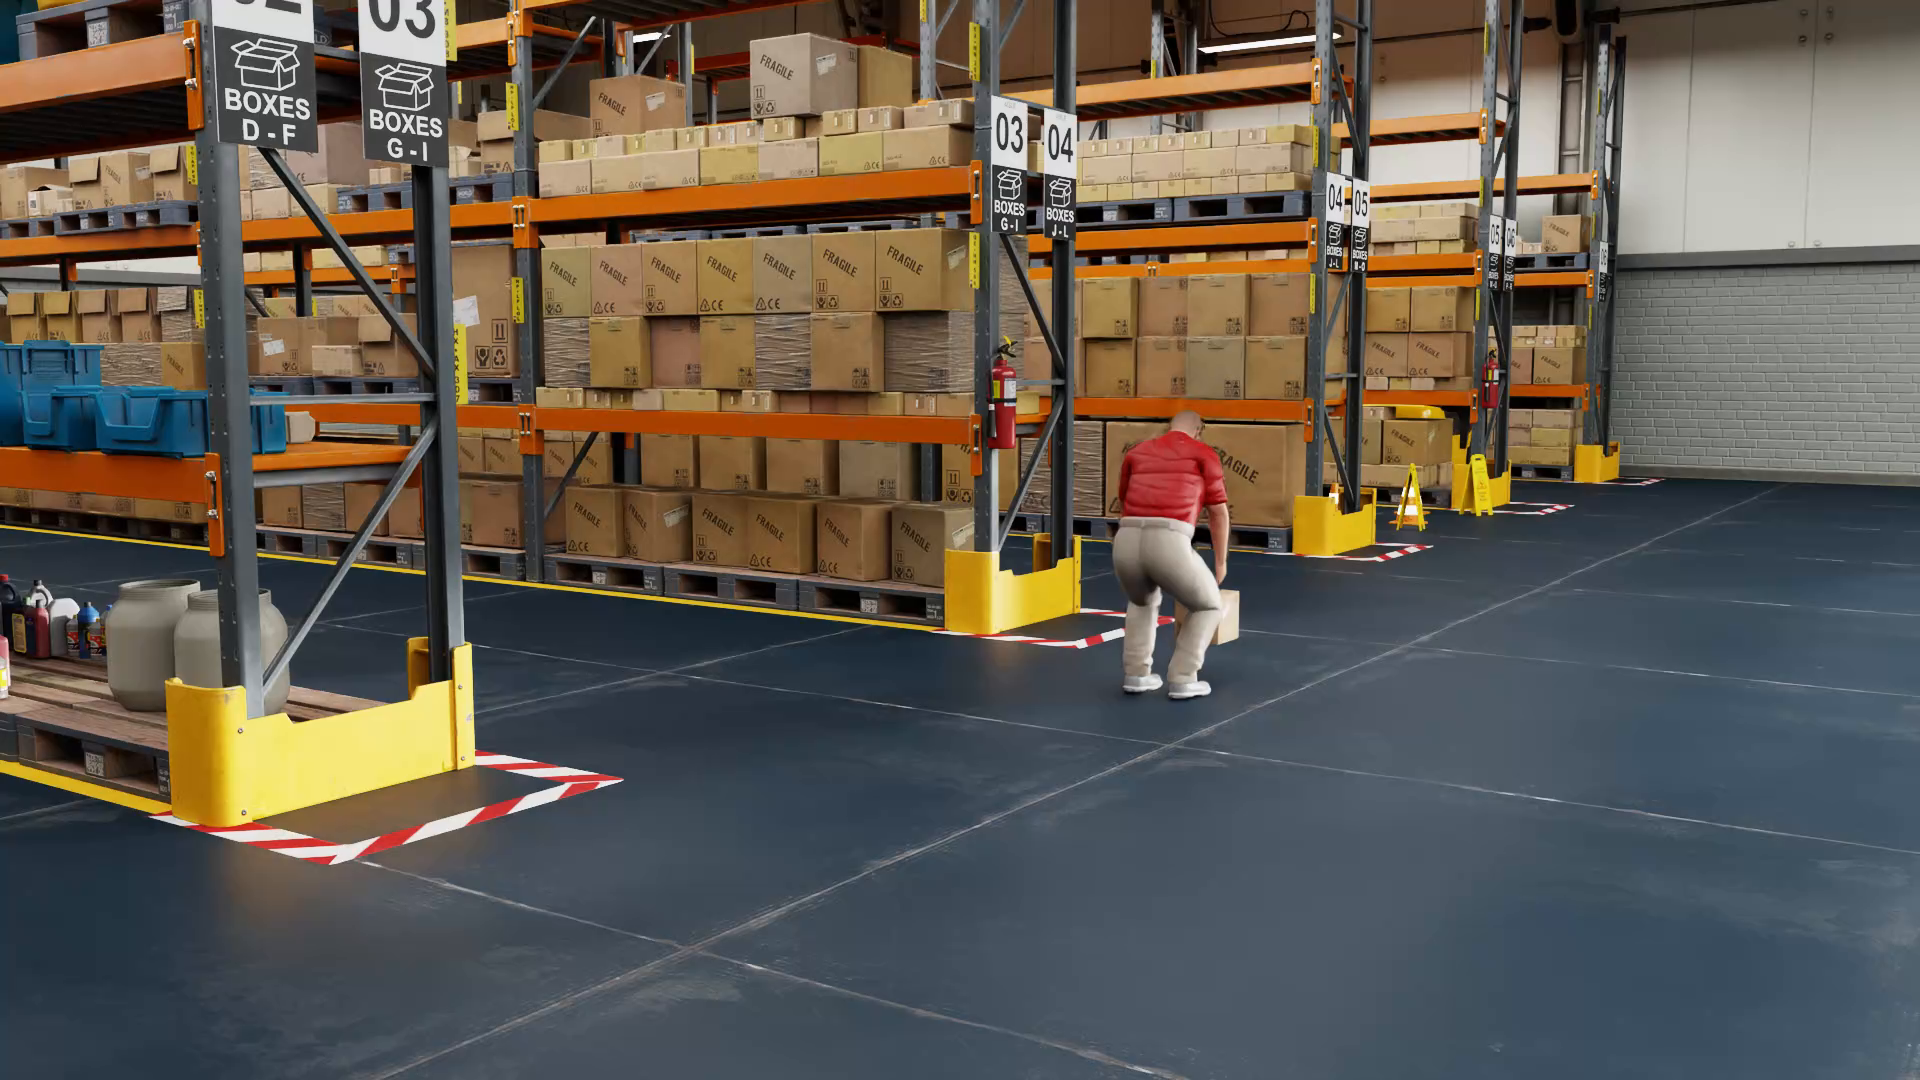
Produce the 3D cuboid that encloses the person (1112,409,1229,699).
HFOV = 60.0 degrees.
[{"bbox_3d":[1.013,0.062,8.287,0.590,1.410,0.706,4,8,34],"label":"person"}]
